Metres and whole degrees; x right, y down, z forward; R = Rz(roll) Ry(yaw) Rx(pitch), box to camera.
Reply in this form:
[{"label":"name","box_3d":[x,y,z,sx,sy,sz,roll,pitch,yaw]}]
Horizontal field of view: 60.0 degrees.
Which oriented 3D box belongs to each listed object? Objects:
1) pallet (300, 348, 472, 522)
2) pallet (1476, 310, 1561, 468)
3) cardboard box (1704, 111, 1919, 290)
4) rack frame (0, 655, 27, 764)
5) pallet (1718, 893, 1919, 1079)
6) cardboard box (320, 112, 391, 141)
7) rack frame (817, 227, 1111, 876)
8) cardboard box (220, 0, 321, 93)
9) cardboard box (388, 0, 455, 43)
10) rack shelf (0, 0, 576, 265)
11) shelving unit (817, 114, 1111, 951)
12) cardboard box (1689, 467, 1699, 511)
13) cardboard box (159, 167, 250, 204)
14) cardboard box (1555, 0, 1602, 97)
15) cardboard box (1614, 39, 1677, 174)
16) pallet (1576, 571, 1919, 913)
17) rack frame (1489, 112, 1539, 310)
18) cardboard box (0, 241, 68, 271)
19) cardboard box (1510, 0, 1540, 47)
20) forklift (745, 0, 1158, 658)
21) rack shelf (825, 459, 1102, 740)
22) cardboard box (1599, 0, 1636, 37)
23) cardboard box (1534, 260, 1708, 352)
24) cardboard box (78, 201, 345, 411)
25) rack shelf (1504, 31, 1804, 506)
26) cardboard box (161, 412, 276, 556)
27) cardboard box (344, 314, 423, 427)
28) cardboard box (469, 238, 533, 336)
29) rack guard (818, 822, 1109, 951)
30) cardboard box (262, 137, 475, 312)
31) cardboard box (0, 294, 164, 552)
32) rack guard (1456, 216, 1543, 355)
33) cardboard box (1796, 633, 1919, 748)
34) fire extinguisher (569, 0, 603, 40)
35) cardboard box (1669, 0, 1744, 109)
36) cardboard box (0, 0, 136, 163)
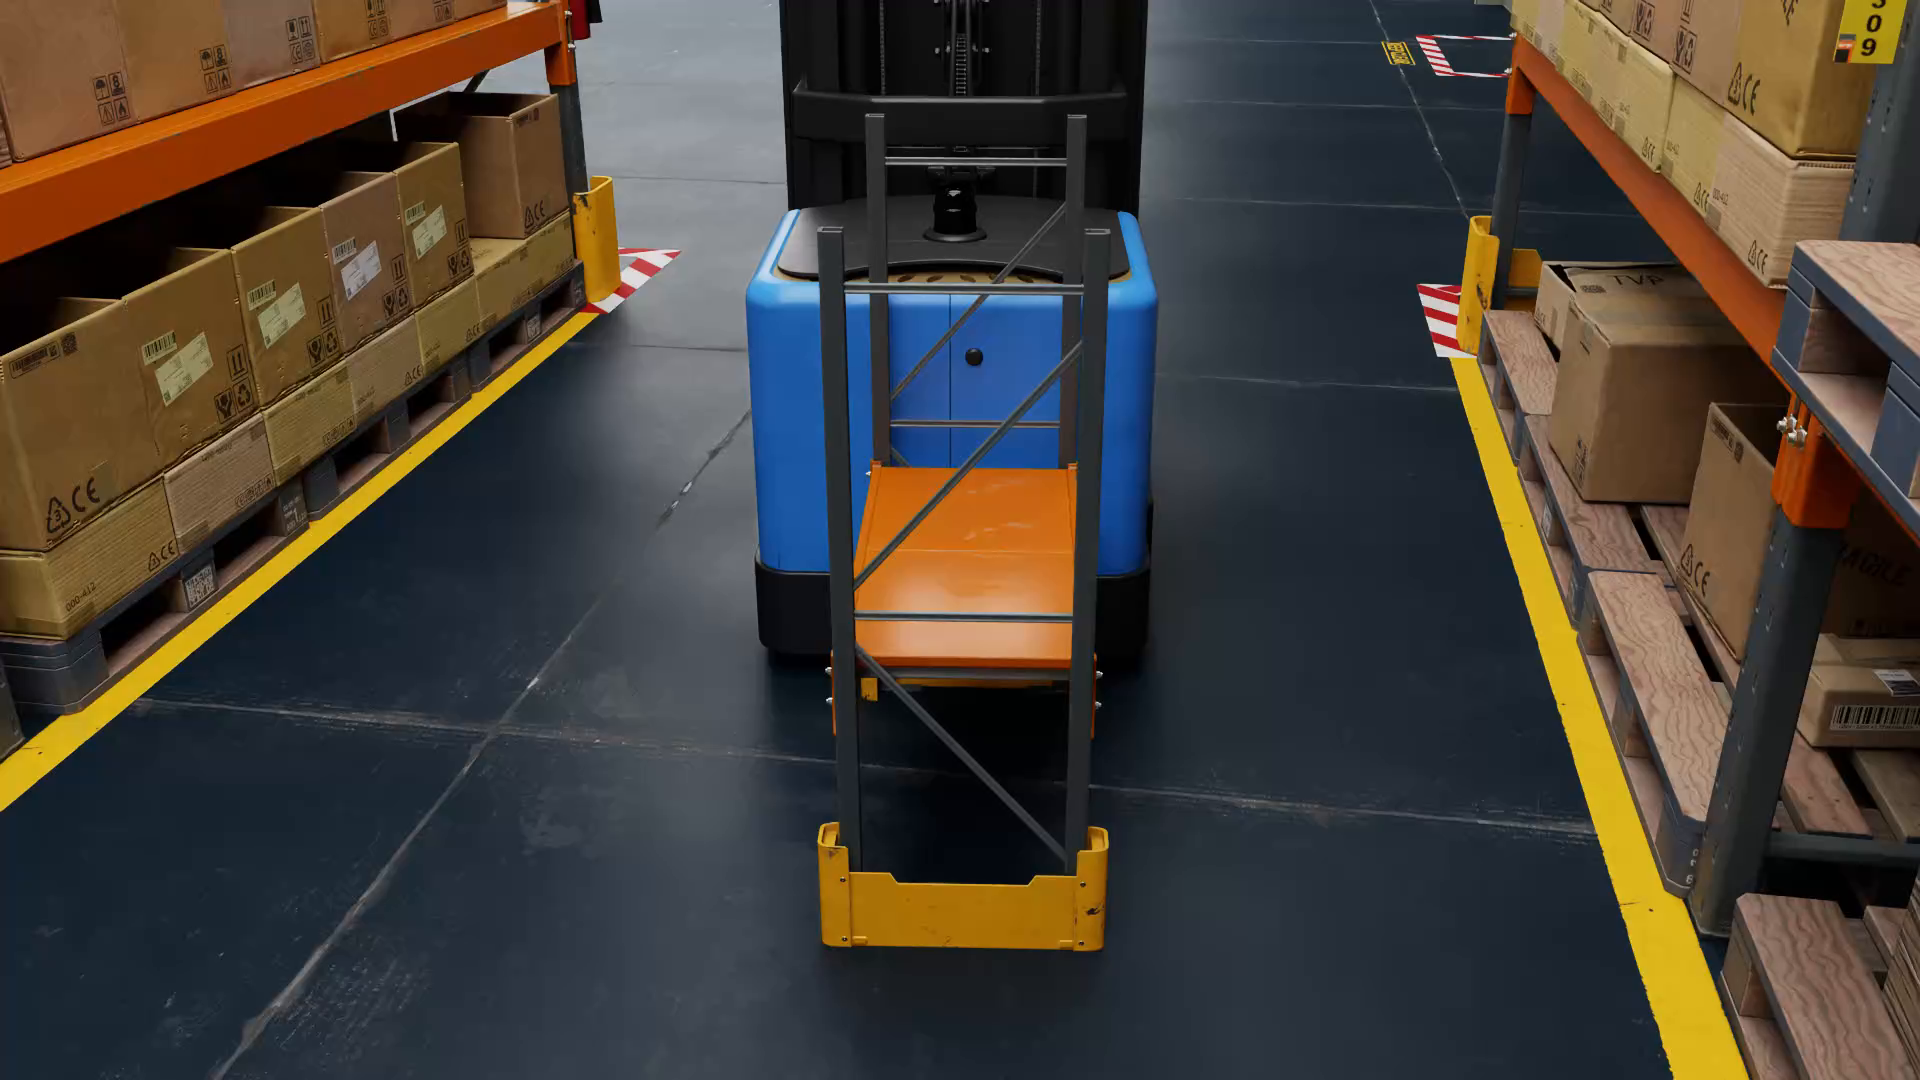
[{"label":"pallet","box_3d":[-2.472,-0.438,5.936,1.003,0.211,1.213,4,25,9]},{"label":"pallet","box_3d":[2.521,-0.558,6.194,1.003,0.211,1.213,4,25,9]},{"label":"cardboard box","box_3d":[1.825,-0.678,3.313,0.500,0.250,0.500,4,25,9]},{"label":"rack frame","box_3d":[-2.841,-0.859,3.547,1.000,3.000,0.127,4,25,9]},{"label":"pallet","box_3d":[1.921,1.071,2.712,1.003,0.211,1.213,4,25,9]},{"label":"cardboard box","box_3d":[-2.574,-1.398,6.563,0.500,0.500,0.500,4,25,9]},{"label":"rack frame","box_3d":[0.006,0.150,3.161,0.500,1.500,0.032,1,25,2]},{"label":"cardboard box","box_3d":[-2.526,-1.735,5.301,0.700,0.500,0.500,5,26,10]},{"label":"cardboard box","box_3d":[-2.357,-2.163,6.215,0.700,0.500,0.500,5,25,10]},{"label":"rack shelf","box_3d":[-2.514,-1.370,5.486,1.077,0.370,4.000,4,25,9]},{"label":"shelving unit","box_3d":[0.021,-0.062,3.613,0.587,1.500,1.083,1,25,2]},{"label":"cardboard box","box_3d":[2.328,-0.093,4.754,0.380,0.149,0.250,2,25,4]},{"label":"cardboard box","box_3d":[-2.742,-0.980,5.670,0.500,0.500,0.500,4,25,9]},{"label":"cardboard box","box_3d":[2.148,-1.519,5.109,0.500,0.250,0.500,4,25,8]},{"label":"cardboard box","box_3d":[1.982,-1.097,4.208,0.500,0.250,0.500,4,25,8]},{"label":"pallet","box_3d":[2.122,0.462,4.013,1.003,0.211,1.213,4,25,9]},{"label":"rack frame","box_3d":[2.701,-2.190,6.391,1.000,3.000,0.127,4,25,9]},{"label":"cardboard box","box_3d":[-2.887,-0.561,4.774,0.500,0.500,0.500,4,25,9]},{"label":"cardboard box","box_3d":[2.308,-1.949,6.030,0.500,0.250,0.500,3,25,7]},{"label":"forklift","box_3d":[0.017,-1.594,5.198,1.130,2.935,3.031,1,25,1]},{"label":"rack shelf","box_3d":[0.021,0.097,3.698,0.538,0.185,1.000,1,25,2]},{"label":"cardboard box","box_3d":[2.072,-1.654,4.514,0.500,0.500,0.500,5,26,10]},{"label":"cardboard box","box_3d":[2.499,-0.889,6.263,0.500,0.311,0.500,1,25,3]},{"label":"cardboard box","box_3d":[-2.293,-0.734,5.143,0.500,0.500,0.500,4,25,9]},{"label":"rack shelf","box_3d":[2.374,-1.028,4.757,1.077,0.370,4.000,4,25,9]},{"label":"cardboard box","box_3d":[-2.379,-0.186,4.856,0.500,0.250,0.500,4,25,9]},{"label":"cardboard box","box_3d":[-2.216,-0.604,5.750,0.500,0.250,0.500,4,25,9]},{"label":"cardboard box","box_3d":[-2.053,-1.022,6.643,0.500,0.250,0.500,4,25,9]},{"label":"rack guard","box_3d":[0.006,0.715,3.427,0.587,0.250,0.087,1,25,2]},{"label":"cardboard box","box_3d":[-2.130,-1.152,6.037,0.500,0.500,0.500,4,25,9]},{"label":"cardboard box","box_3d":[-2.456,-0.316,4.250,0.500,0.500,0.500,4,25,9]},{"label":"rack guard","box_3d":[2.688,-1.026,6.853,1.175,0.500,0.348,4,25,9]},{"label":"cardboard box","box_3d":[2.105,0.341,3.807,0.380,0.166,0.250,1,25,2]},{"label":"fire extinguisher","box_3d":[-1.709,-2.514,7.174,0.296,0.674,0.183,4,25,9]},{"label":"cardboard box","box_3d":[1.895,-1.226,3.601,0.500,0.500,0.500,4,25,8]},{"label":"cardboard box","box_3d":[-2.695,-1.311,4.395,0.700,0.500,0.500,4,25,8]}]
